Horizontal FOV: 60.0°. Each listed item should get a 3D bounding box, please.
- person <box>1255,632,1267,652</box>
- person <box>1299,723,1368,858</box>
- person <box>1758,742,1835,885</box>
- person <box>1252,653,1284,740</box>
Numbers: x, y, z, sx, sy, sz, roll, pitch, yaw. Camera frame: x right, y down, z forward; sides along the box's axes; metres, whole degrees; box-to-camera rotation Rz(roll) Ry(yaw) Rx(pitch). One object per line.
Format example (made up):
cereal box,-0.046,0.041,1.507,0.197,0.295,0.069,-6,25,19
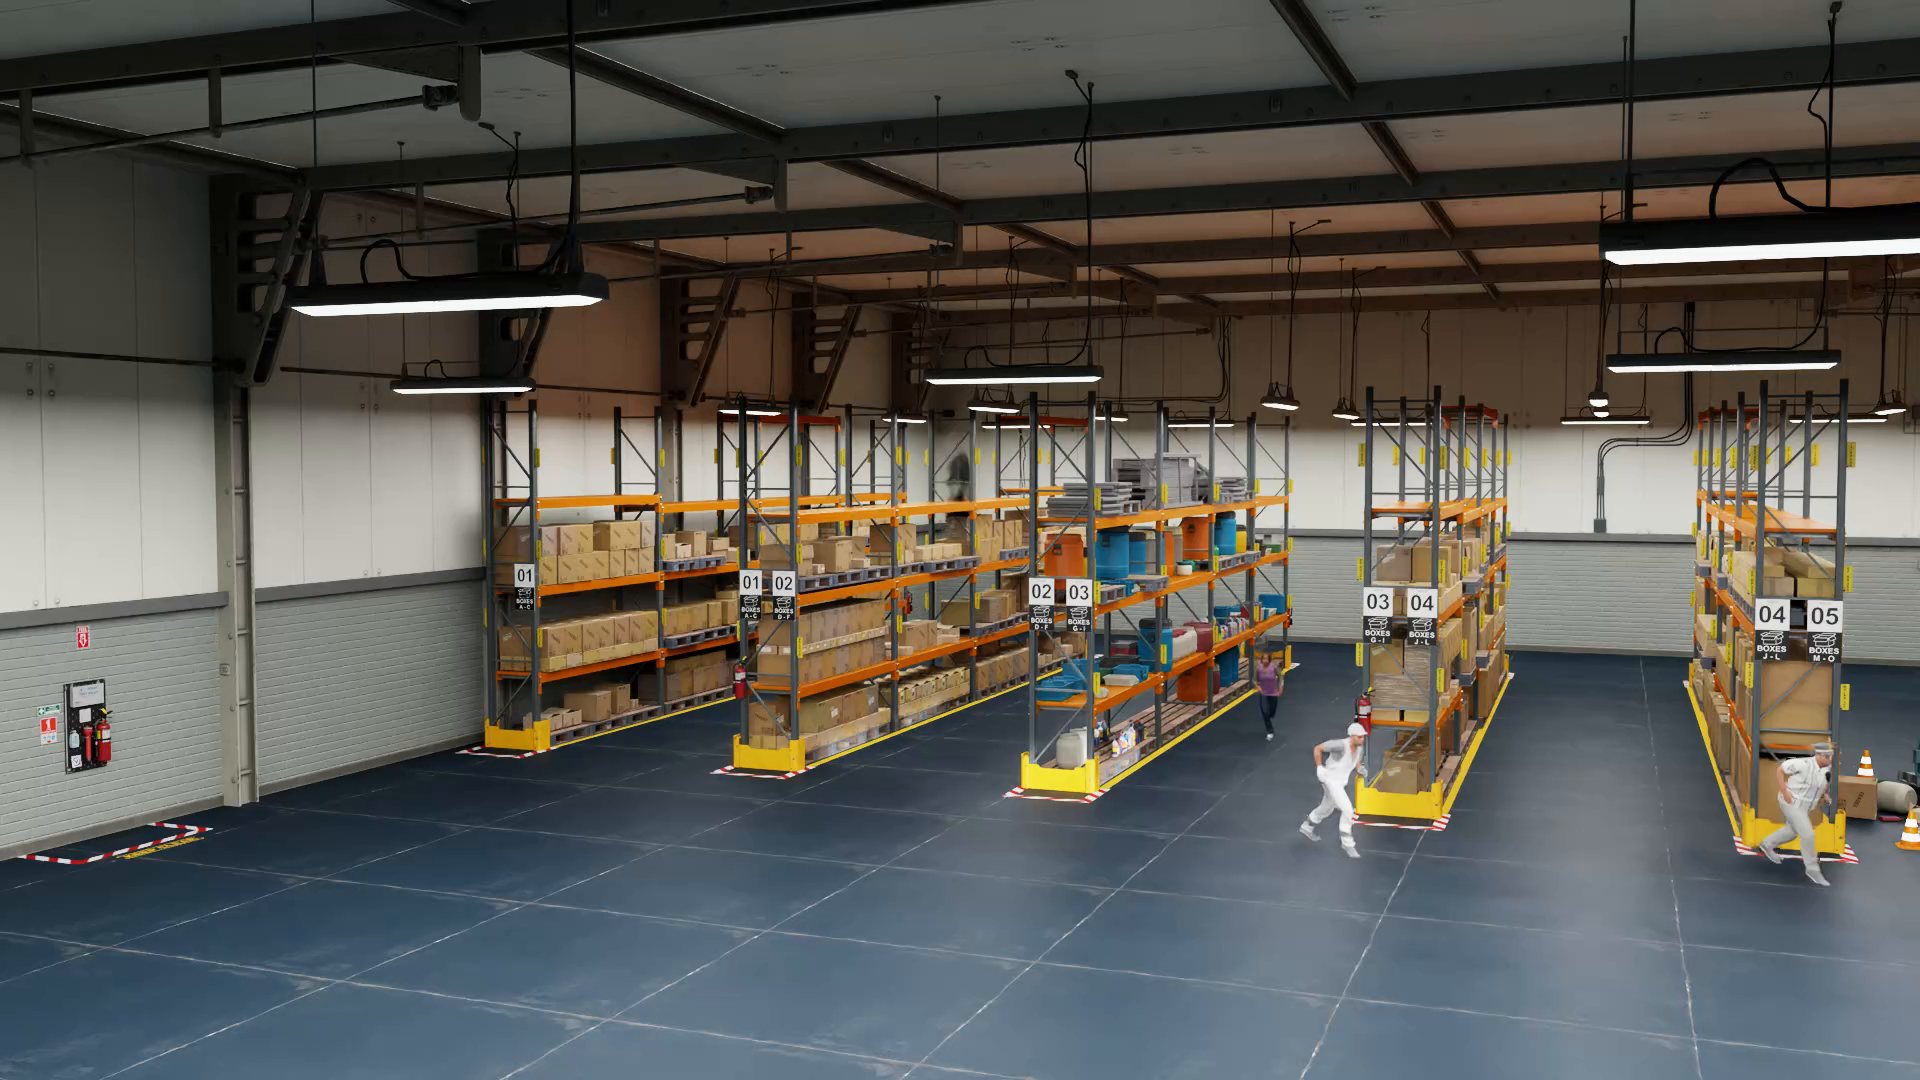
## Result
person,7.408,2.234,41.067,0.678,1.534,0.529,2,3,29
person,4.718,3.141,21.095,0.707,1.731,1.052,-2,4,-38
person,9.975,3.214,19.907,0.705,1.718,1.029,-1,3,-20
person,5.517,2.779,29.797,0.567,1.565,0.665,1,3,12
